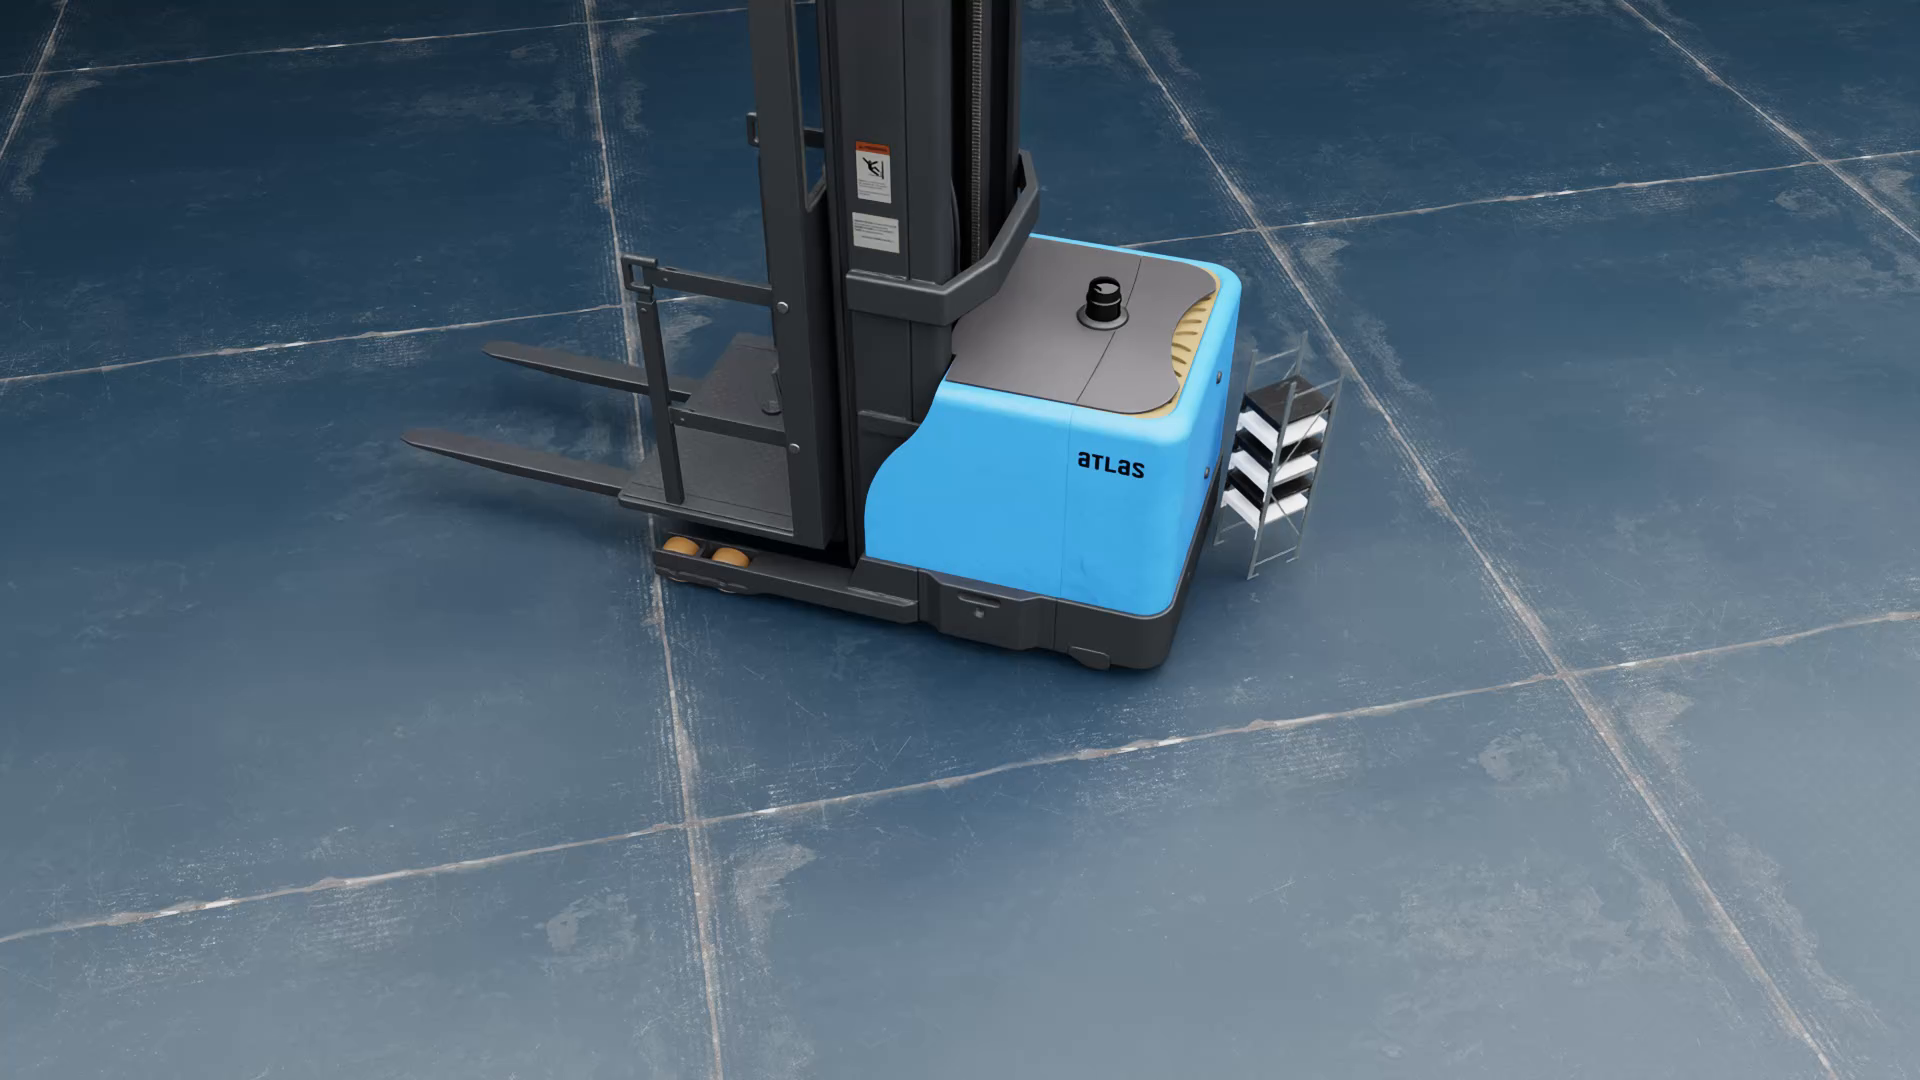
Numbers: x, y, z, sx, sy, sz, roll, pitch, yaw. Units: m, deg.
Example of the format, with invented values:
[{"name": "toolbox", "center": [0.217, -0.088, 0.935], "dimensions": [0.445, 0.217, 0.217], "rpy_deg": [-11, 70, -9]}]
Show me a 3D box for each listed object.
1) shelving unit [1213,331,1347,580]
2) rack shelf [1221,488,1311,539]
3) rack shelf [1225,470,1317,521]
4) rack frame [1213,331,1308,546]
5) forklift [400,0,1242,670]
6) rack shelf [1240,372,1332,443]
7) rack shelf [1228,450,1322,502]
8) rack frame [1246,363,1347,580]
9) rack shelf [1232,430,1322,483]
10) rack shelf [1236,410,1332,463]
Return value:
[{"name": "shelving unit", "center": [1.119, -0.285, 5.881], "dimensions": [0.258, 0.900, 0.210], "rpy_deg": [-21, 48, -24]}, {"name": "rack shelf", "center": [1.109, -0.129, 6.027], "dimensions": [0.258, 0.077, 0.200], "rpy_deg": [-21, 48, -24]}, {"name": "rack shelf", "center": [1.113, -0.195, 5.965], "dimensions": [0.258, 0.077, 0.200], "rpy_deg": [-21, 48, -24]}, {"name": "rack frame", "center": [1.066, -0.346, 5.943], "dimensions": [0.240, 0.900, 0.006], "rpy_deg": [-21, 48, -24]}, {"name": "forklift", "center": [-0.599, -1.224, 5.421], "dimensions": [3.031, 2.935, 1.130], "rpy_deg": [12, 43, 13]}, {"name": "rack shelf", "center": [1.129, -0.458, 5.720], "dimensions": [0.258, 0.077, 0.200], "rpy_deg": [-21, 48, -24]}, {"name": "rack shelf", "center": [1.117, -0.261, 5.904], "dimensions": [0.258, 0.077, 0.200], "rpy_deg": [-21, 48, -24]}, {"name": "rack frame", "center": [1.171, -0.224, 5.819], "dimensions": [0.240, 0.900, 0.006], "rpy_deg": [-21, 48, -24]}, {"name": "rack shelf", "center": [1.121, -0.326, 5.843], "dimensions": [0.258, 0.077, 0.200], "rpy_deg": [-21, 48, -24]}, {"name": "rack shelf", "center": [1.125, -0.392, 5.781], "dimensions": [0.258, 0.077, 0.200], "rpy_deg": [-21, 48, -24]}]
